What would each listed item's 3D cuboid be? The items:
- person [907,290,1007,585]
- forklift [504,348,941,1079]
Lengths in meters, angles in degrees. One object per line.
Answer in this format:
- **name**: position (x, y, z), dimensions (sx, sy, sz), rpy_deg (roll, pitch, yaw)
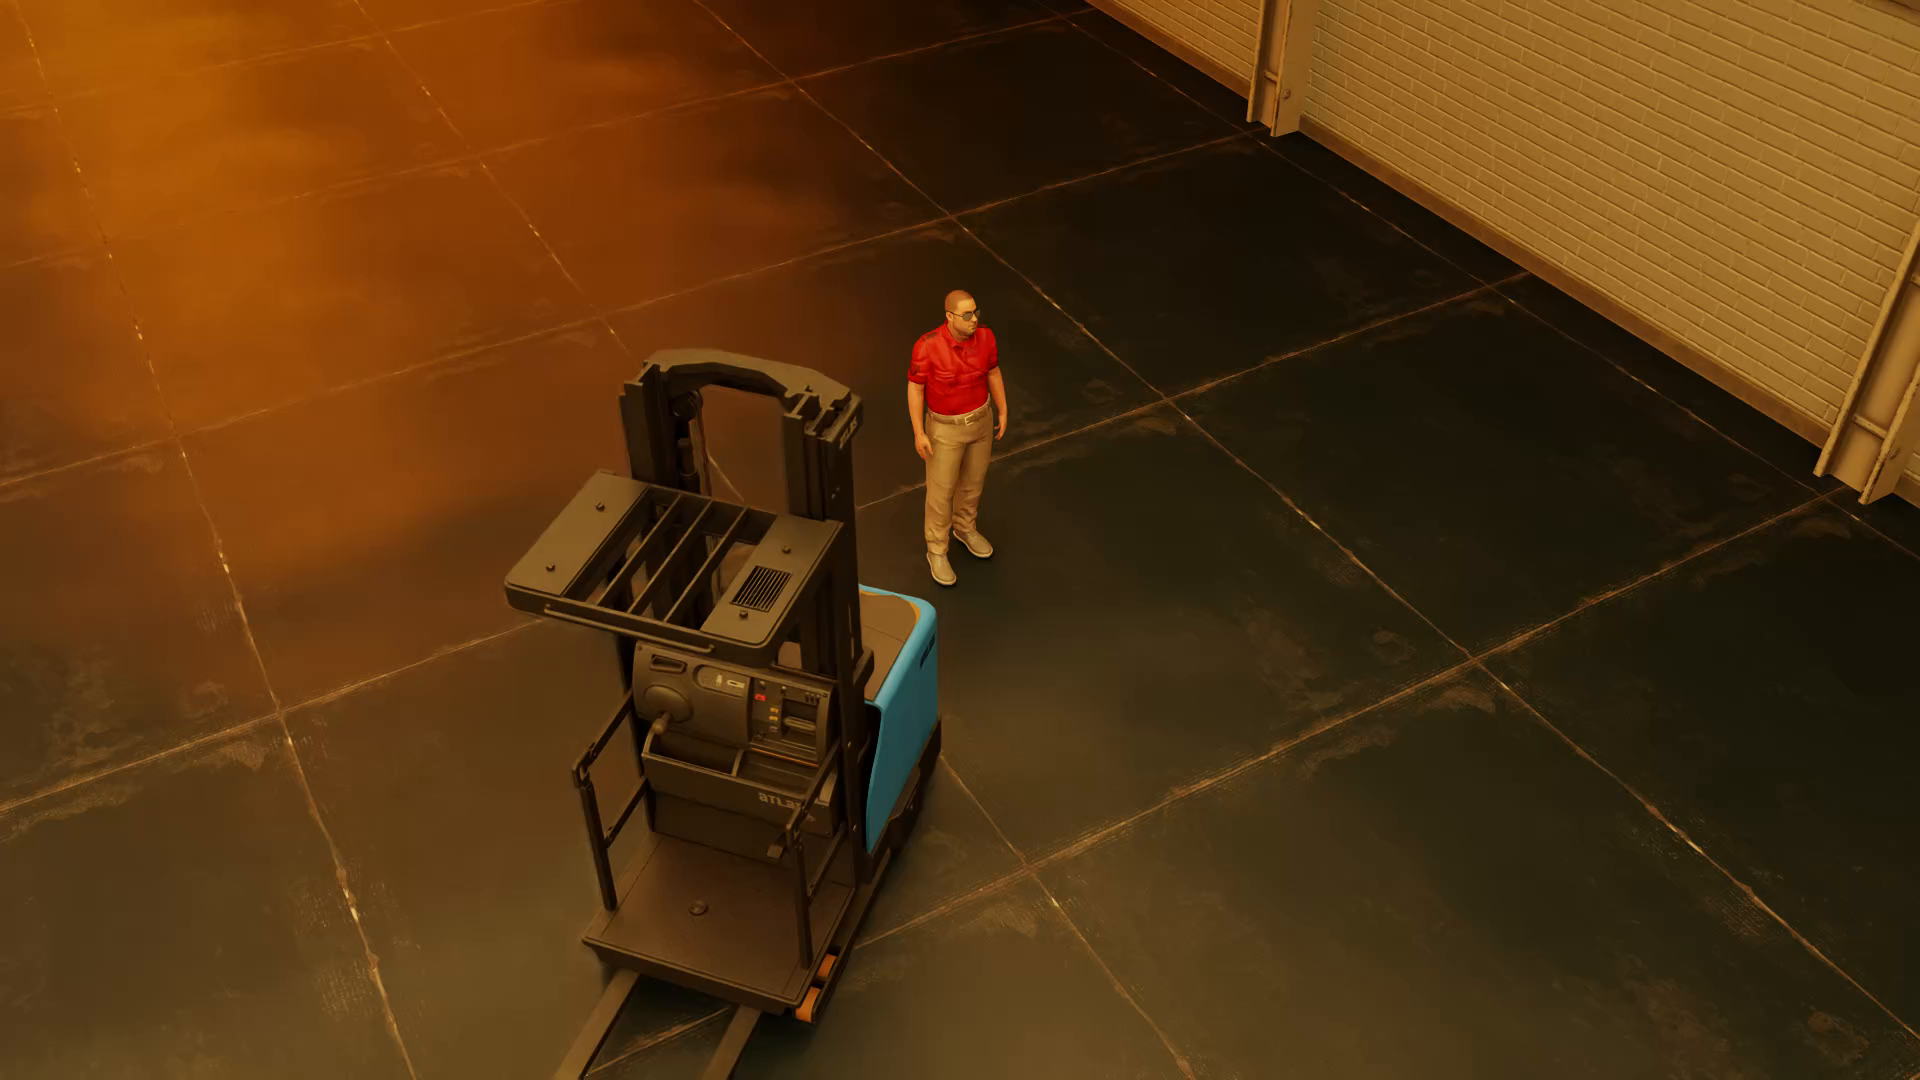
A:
- **person**: position (0.035, -0.618, 9.711), dimensions (0.642, 1.727, 0.550), rpy_deg (-20, 44, -23)
- **forklift**: position (-1.066, 0.792, 7.081), dimensions (1.130, 2.935, 3.031), rpy_deg (13, 41, 15)
